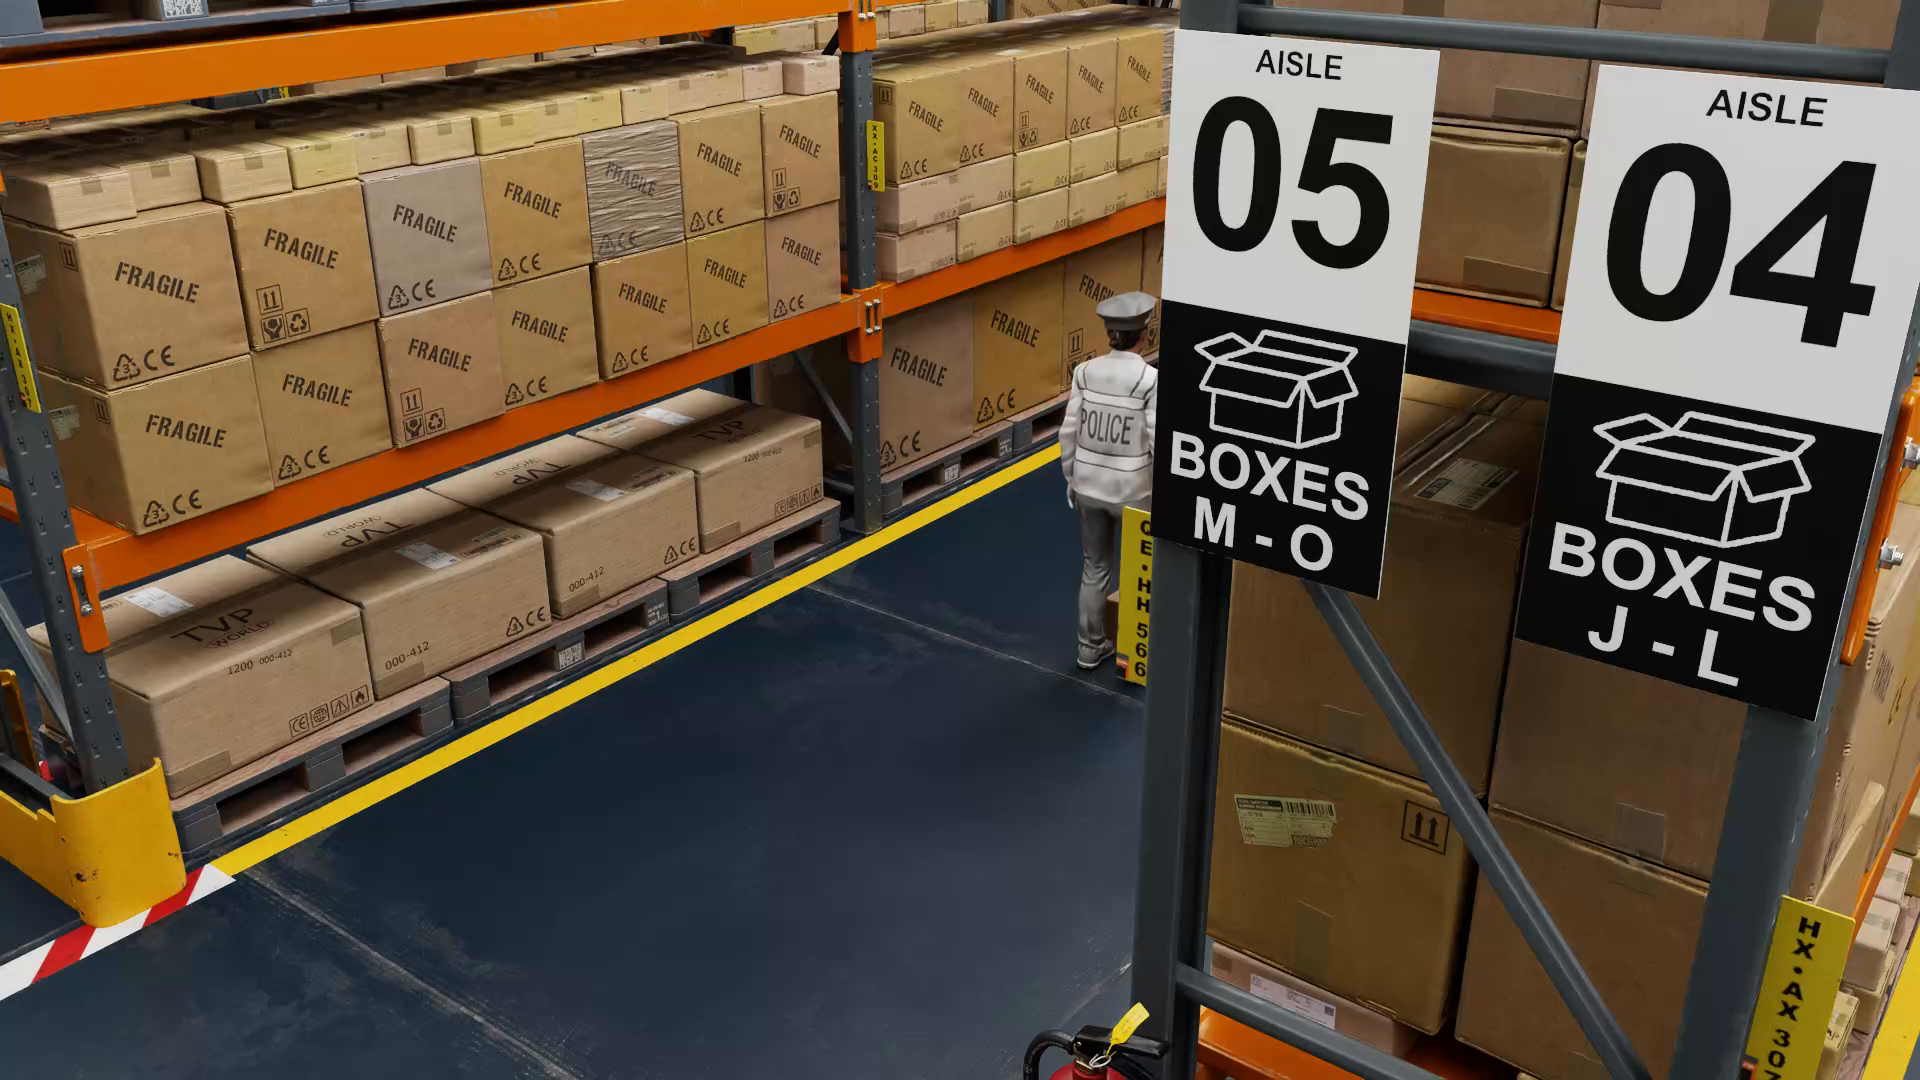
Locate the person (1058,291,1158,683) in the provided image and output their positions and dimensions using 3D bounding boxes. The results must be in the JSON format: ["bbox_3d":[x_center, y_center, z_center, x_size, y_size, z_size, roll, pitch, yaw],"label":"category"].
[{"bbox_3d":[0.677,-0.204,7.060,0.544,1.663,0.376,15,28,30],"label":"person"}]
